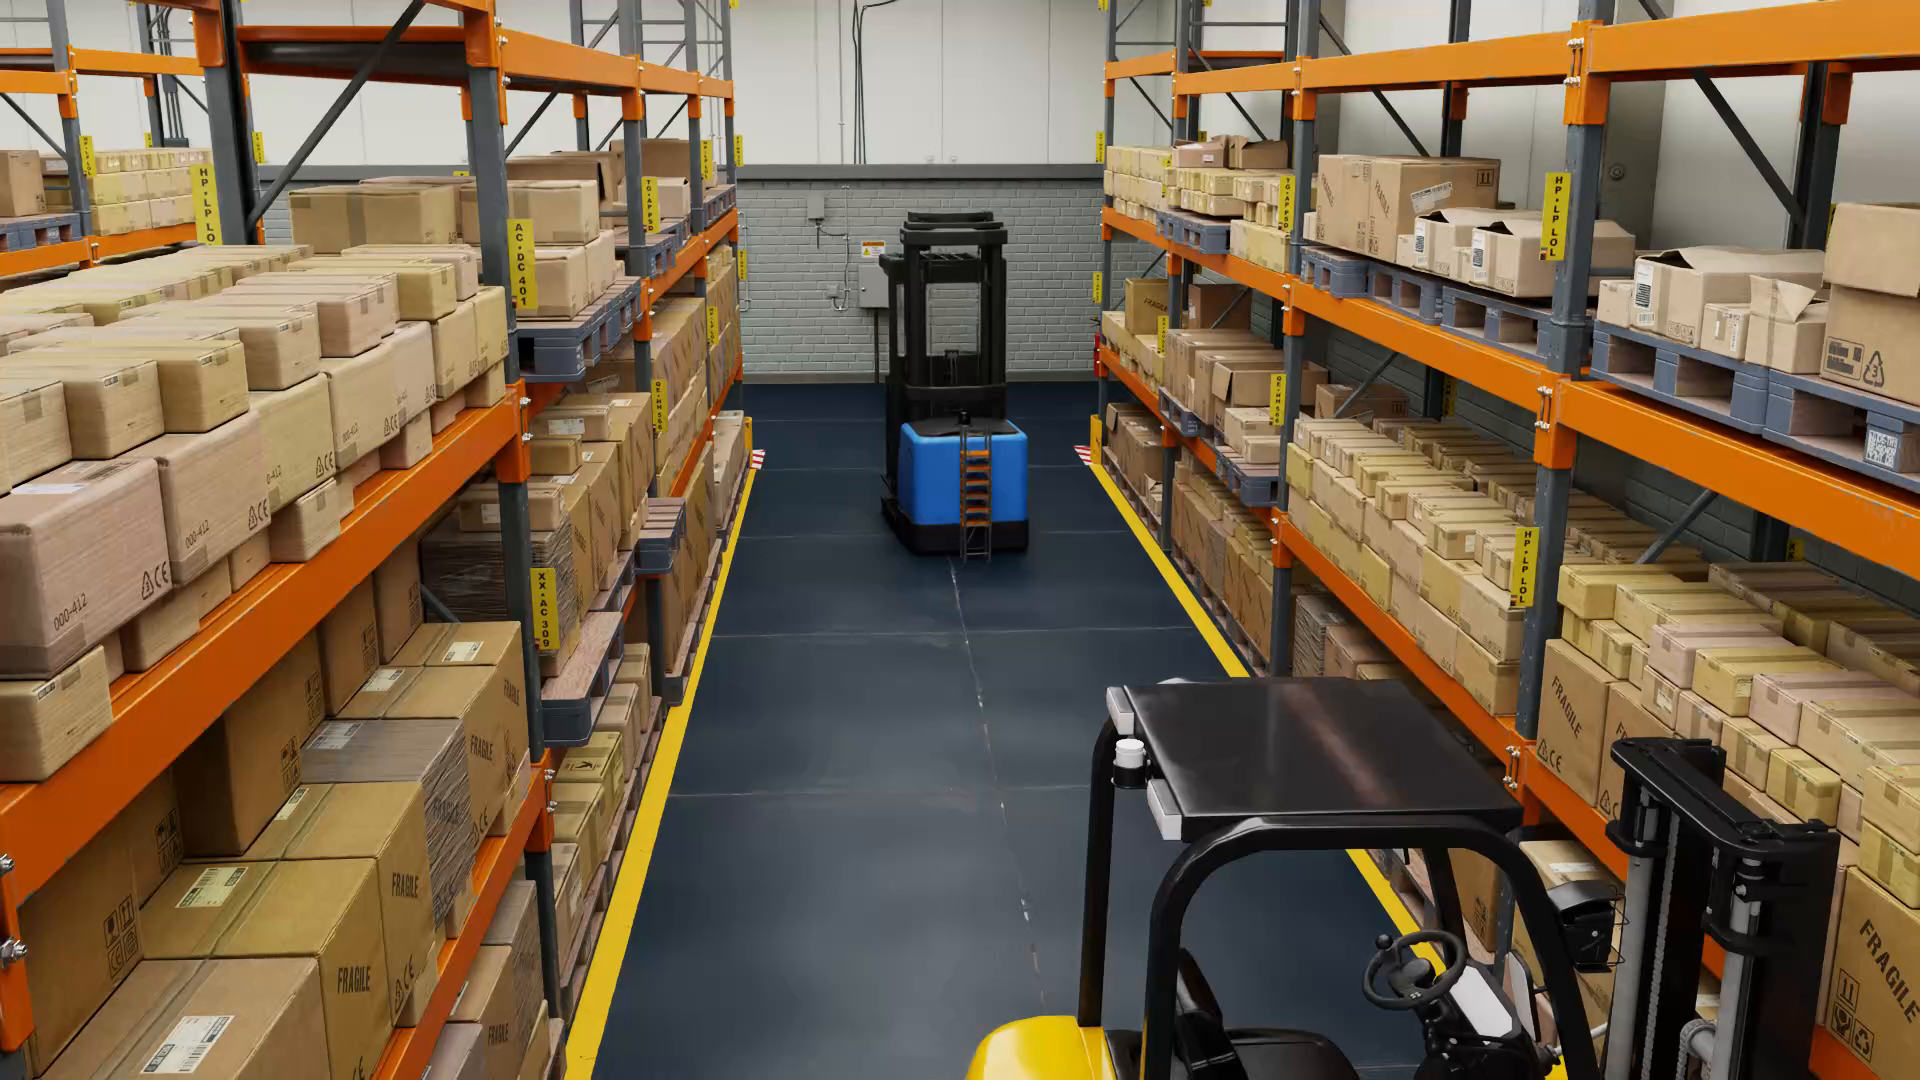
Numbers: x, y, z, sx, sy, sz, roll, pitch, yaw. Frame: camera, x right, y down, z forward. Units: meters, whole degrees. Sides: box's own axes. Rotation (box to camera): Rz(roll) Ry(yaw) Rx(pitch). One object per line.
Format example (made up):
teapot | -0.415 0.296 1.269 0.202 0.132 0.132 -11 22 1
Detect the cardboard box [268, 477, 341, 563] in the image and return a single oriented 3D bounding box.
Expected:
cardboard box | -1.687 -0.047 3.898 0.380 0.149 0.250 -1 14 -3

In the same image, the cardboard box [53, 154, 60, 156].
cardboard box | -7.859 -3.272 14.424 0.380 0.149 0.250 0 14 -1

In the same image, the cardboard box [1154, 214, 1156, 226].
cardboard box | 1.967 -2.913 15.036 0.380 0.149 0.250 0 14 -2

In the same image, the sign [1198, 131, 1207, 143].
sign | 2.611 -4.249 17.948 0.100 0.325 0.005 -1 14 -3

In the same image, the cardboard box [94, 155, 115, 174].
cardboard box | -7.344 -3.150 13.950 0.380 0.149 0.250 -2 15 -6

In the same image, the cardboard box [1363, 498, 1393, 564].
cardboard box | 2.436 -0.048 8.715 0.500 0.250 0.500 -1 14 -3

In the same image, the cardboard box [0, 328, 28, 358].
cardboard box | -2.206 -0.357 3.501 0.380 0.149 0.250 -1 14 -3

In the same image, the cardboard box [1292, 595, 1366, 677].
cardboard box | 2.577 0.728 10.325 0.875 0.625 0.625 0 14 -2

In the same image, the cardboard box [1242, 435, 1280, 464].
cardboard box | 2.128 -0.614 11.276 0.380 0.149 0.250 -1 14 -2

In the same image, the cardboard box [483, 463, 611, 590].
cardboard box | -1.946 -0.067 7.849 0.500 0.500 0.500 -1 14 -4

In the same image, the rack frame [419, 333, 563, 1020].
rack frame | -2.154 0.698 6.518 1.000 3.000 0.127 -1 14 -3

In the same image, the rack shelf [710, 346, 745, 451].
rack shelf | -2.774 -1.441 16.273 1.077 0.370 4.000 -1 14 -3

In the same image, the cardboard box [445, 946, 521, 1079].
cardboard box | -1.817 1.732 5.667 0.500 0.500 0.500 -1 14 -2

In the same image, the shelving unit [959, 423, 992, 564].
shelving unit | 0.136 -0.404 14.413 0.258 1.200 0.189 -3 15 -10

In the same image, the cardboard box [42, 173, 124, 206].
cardboard box | -7.375 -2.936 13.918 0.500 0.250 0.500 0 14 -2

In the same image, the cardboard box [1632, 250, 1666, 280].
cardboard box | 2.943 -1.177 7.244 0.380 0.149 0.250 -1 14 -3

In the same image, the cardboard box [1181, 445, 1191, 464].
cardboard box | 2.121 -0.728 14.334 0.380 0.149 0.250 -1 14 -4

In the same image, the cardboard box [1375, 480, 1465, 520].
cardboard box | 2.354 -0.206 8.528 0.380 0.149 0.250 -1 14 -5

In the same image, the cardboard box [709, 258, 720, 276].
cardboard box | -2.486 -2.600 15.827 0.380 0.149 0.250 -1 14 -3

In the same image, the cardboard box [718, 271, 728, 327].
cardboard box | -2.512 -2.325 16.060 0.500 0.500 0.500 -1 14 -4

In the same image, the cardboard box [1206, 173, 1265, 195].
cardboard box | 2.039 -2.633 12.308 0.380 0.149 0.250 -1 14 -3

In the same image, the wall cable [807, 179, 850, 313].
wall cable | -1.856 -4.205 23.536 0.588 1.984 0.122 -1 14 -3

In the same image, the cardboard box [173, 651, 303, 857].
cardboard box | -2.207 0.515 4.425 0.700 0.500 0.500 -1 14 -4

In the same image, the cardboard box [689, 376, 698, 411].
cardboard box | -2.304 -1.102 12.812 0.500 0.250 0.500 -1 14 -2

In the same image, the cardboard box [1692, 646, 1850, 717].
cardboard box | 2.611 0.454 5.365 0.380 0.149 0.250 -1 14 -4

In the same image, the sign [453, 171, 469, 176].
sign | -2.957 -2.032 9.911 0.100 0.325 0.005 -1 14 -3

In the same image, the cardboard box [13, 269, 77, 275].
cardboard box | -7.921 -2.108 14.619 0.500 0.500 0.500 -1 14 -5

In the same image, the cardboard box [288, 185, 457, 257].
cardboard box | -2.318 -1.270 6.601 0.500 0.250 0.500 -1 14 -2

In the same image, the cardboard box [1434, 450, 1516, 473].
cardboard box | 2.880 -0.404 9.300 0.380 0.149 0.250 -1 14 -4

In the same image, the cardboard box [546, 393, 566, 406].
cardboard box | -2.605 -0.577 9.833 0.500 0.500 0.500 -1 14 -5

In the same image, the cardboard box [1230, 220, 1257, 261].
cardboard box | 2.214 -2.128 11.782 0.500 0.250 0.500 -1 14 -3

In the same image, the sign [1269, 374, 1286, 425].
sign | 2.011 -0.886 10.510 0.100 0.325 0.005 -1 14 -3

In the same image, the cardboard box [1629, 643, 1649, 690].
cardboard box | 2.618 0.470 5.902 0.380 0.149 0.250 -1 14 -4

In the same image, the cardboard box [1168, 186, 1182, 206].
cardboard box | 1.907 -2.807 13.580 0.380 0.149 0.250 -1 14 -3

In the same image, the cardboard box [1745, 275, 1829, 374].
cardboard box | 2.588 -0.645 4.945 0.396 0.266 0.258 -1 14 -5

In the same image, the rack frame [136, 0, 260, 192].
rack frame | -7.832 -5.090 16.975 1.000 3.000 0.127 -1 14 -3

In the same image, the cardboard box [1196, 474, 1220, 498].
cardboard box | 2.182 -0.452 13.857 0.380 0.149 0.250 -2 15 -6

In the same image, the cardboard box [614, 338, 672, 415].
cardboard box | -2.229 -1.079 11.217 0.500 0.500 0.500 -1 14 -3

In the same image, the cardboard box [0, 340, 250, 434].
cardboard box | -1.652 -0.305 3.300 0.380 0.149 0.250 -1 14 -4

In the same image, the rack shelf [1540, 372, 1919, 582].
rack shelf | 2.923 0.013 4.602 1.077 0.370 4.000 -1 14 -3

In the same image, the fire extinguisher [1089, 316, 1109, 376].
fire extinguisher | 1.586 -2.175 18.589 0.296 0.674 0.183 -1 14 -3

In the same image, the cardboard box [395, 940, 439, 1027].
cardboard box | -1.726 1.275 4.779 0.380 0.149 0.250 -1 14 -3

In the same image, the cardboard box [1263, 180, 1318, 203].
cardboard box | 2.284 -2.369 11.321 0.380 0.149 0.250 -1 14 -4

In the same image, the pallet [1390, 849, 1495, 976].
pallet | 2.715 1.788 7.876 1.003 0.211 1.213 -1 14 -3

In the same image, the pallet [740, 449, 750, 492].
pallet | -2.770 -0.738 17.696 1.003 0.211 1.213 -1 14 -3

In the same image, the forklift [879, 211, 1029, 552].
forklift | -0.160 -1.638 15.734 1.130 2.935 3.031 -3 15 -10

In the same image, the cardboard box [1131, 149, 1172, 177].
cardboard box | 1.932 -3.638 16.050 0.500 0.250 0.500 0 14 -2

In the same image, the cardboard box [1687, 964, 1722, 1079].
cardboard box | 2.580 1.640 5.523 0.500 0.250 0.500 0 14 -2

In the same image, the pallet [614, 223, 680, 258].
pallet | -2.567 -2.096 11.734 1.003 0.211 1.213 0 14 -1

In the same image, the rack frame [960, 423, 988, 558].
rack frame | 0.119 -0.426 14.500 0.240 1.200 0.006 -3 15 -10

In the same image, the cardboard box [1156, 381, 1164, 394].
cardboard box | 1.994 -1.387 15.127 0.380 0.149 0.250 0 14 -2

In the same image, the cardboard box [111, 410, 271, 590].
cardboard box | -1.693 -0.086 3.249 0.500 0.250 0.500 -1 14 -4

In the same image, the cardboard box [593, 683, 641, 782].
cardboard box | -2.324 1.096 9.400 0.950 0.372 0.625 -1 14 -5

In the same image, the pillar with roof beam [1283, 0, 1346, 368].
pillar with roof beam | -1.136 -4.395 14.273 9.100 9.000 0.400 -1 14 -3
